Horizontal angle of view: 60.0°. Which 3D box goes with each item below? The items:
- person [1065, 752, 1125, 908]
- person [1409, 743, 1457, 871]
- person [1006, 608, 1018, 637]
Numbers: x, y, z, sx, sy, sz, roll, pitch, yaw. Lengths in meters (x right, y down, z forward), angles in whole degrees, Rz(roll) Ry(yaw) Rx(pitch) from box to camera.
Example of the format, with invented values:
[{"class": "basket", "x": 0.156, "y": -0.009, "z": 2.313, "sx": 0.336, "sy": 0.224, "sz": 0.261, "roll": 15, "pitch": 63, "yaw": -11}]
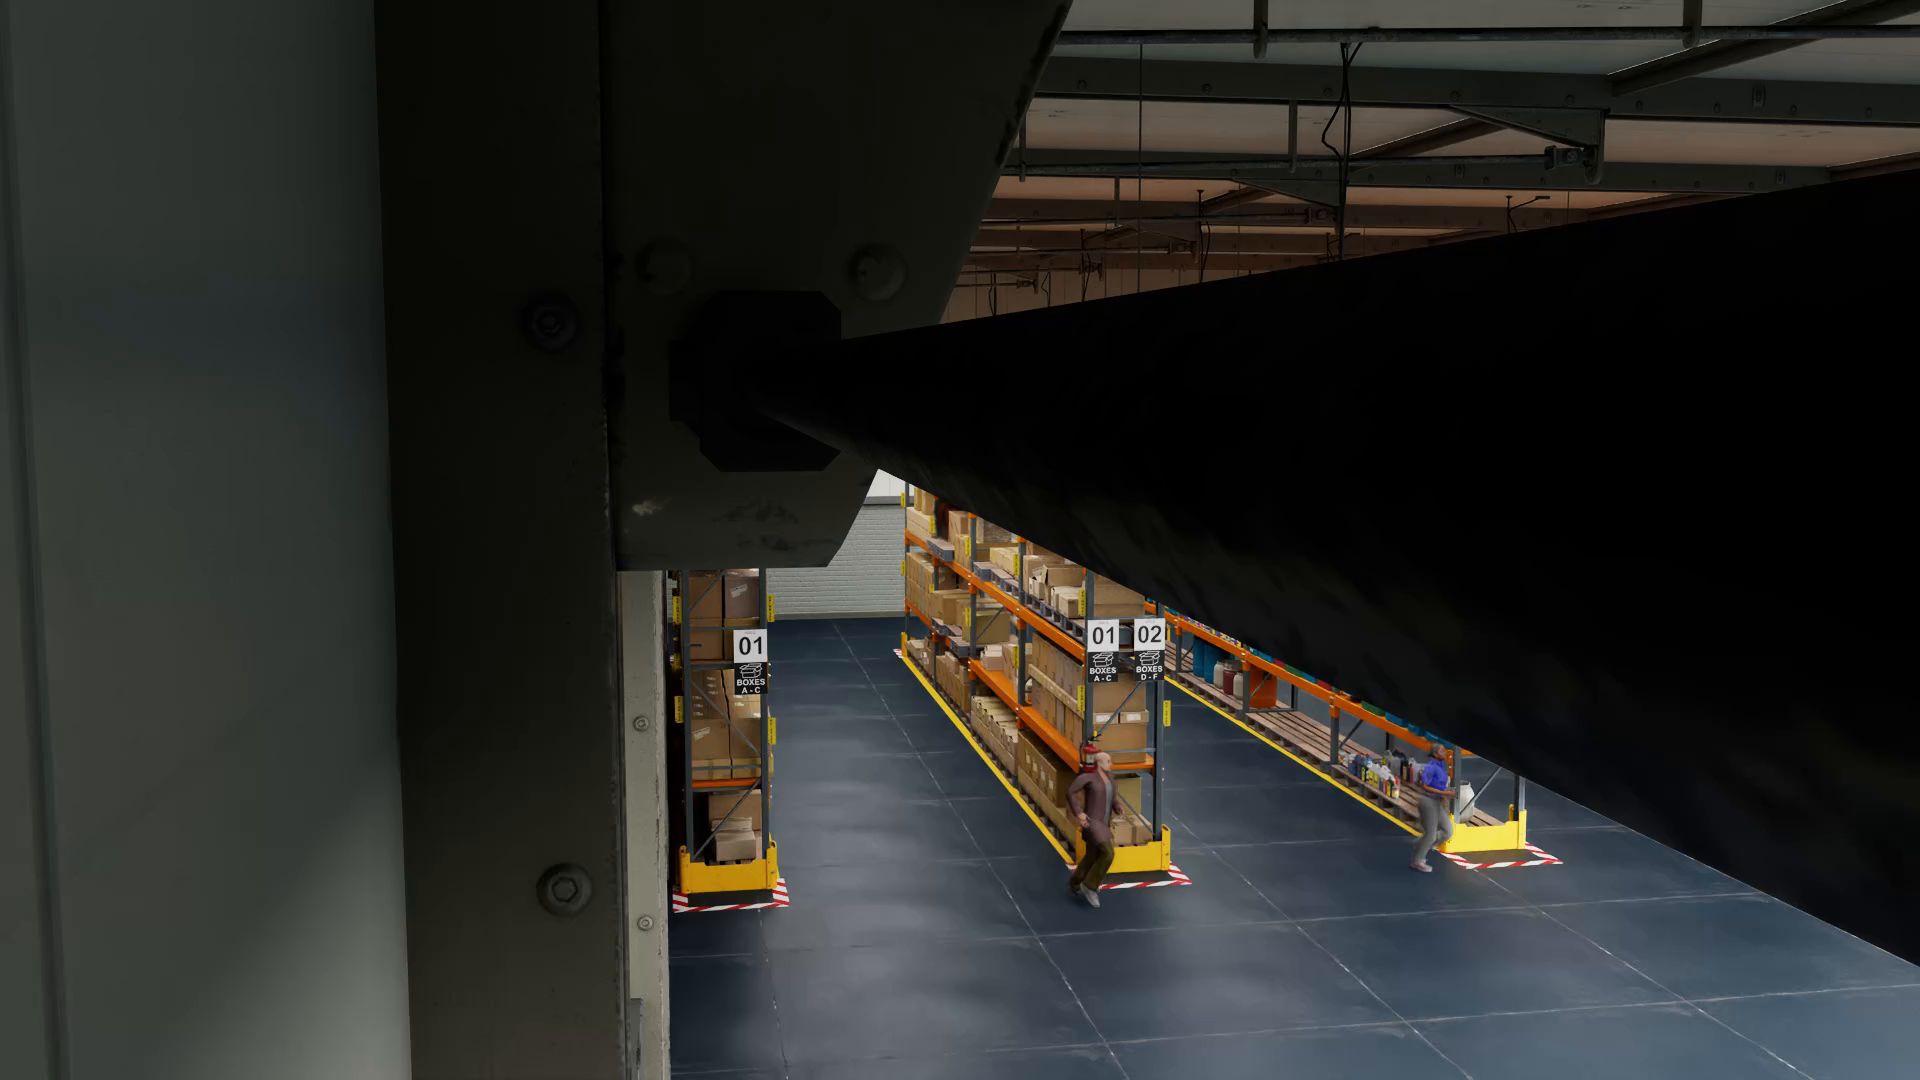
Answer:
[{"class": "person", "x": 1.643, "y": 3.418, "z": 19.822, "sx": 0.717, "sy": 1.774, "sz": 0.699, "roll": 4, "pitch": 7, "yaw": 33}, {"class": "person", "x": 6.034, "y": 3.369, "z": 20.992, "sx": 0.568, "sy": 1.585, "sz": 0.593, "roll": 5, "pitch": 7, "yaw": 37}, {"class": "person", "x": 1.187, "y": 1.680, "z": 36.420, "sx": 0.675, "sy": 1.622, "sz": 0.884, "roll": -3, "pitch": 7, "yaw": -29}]
